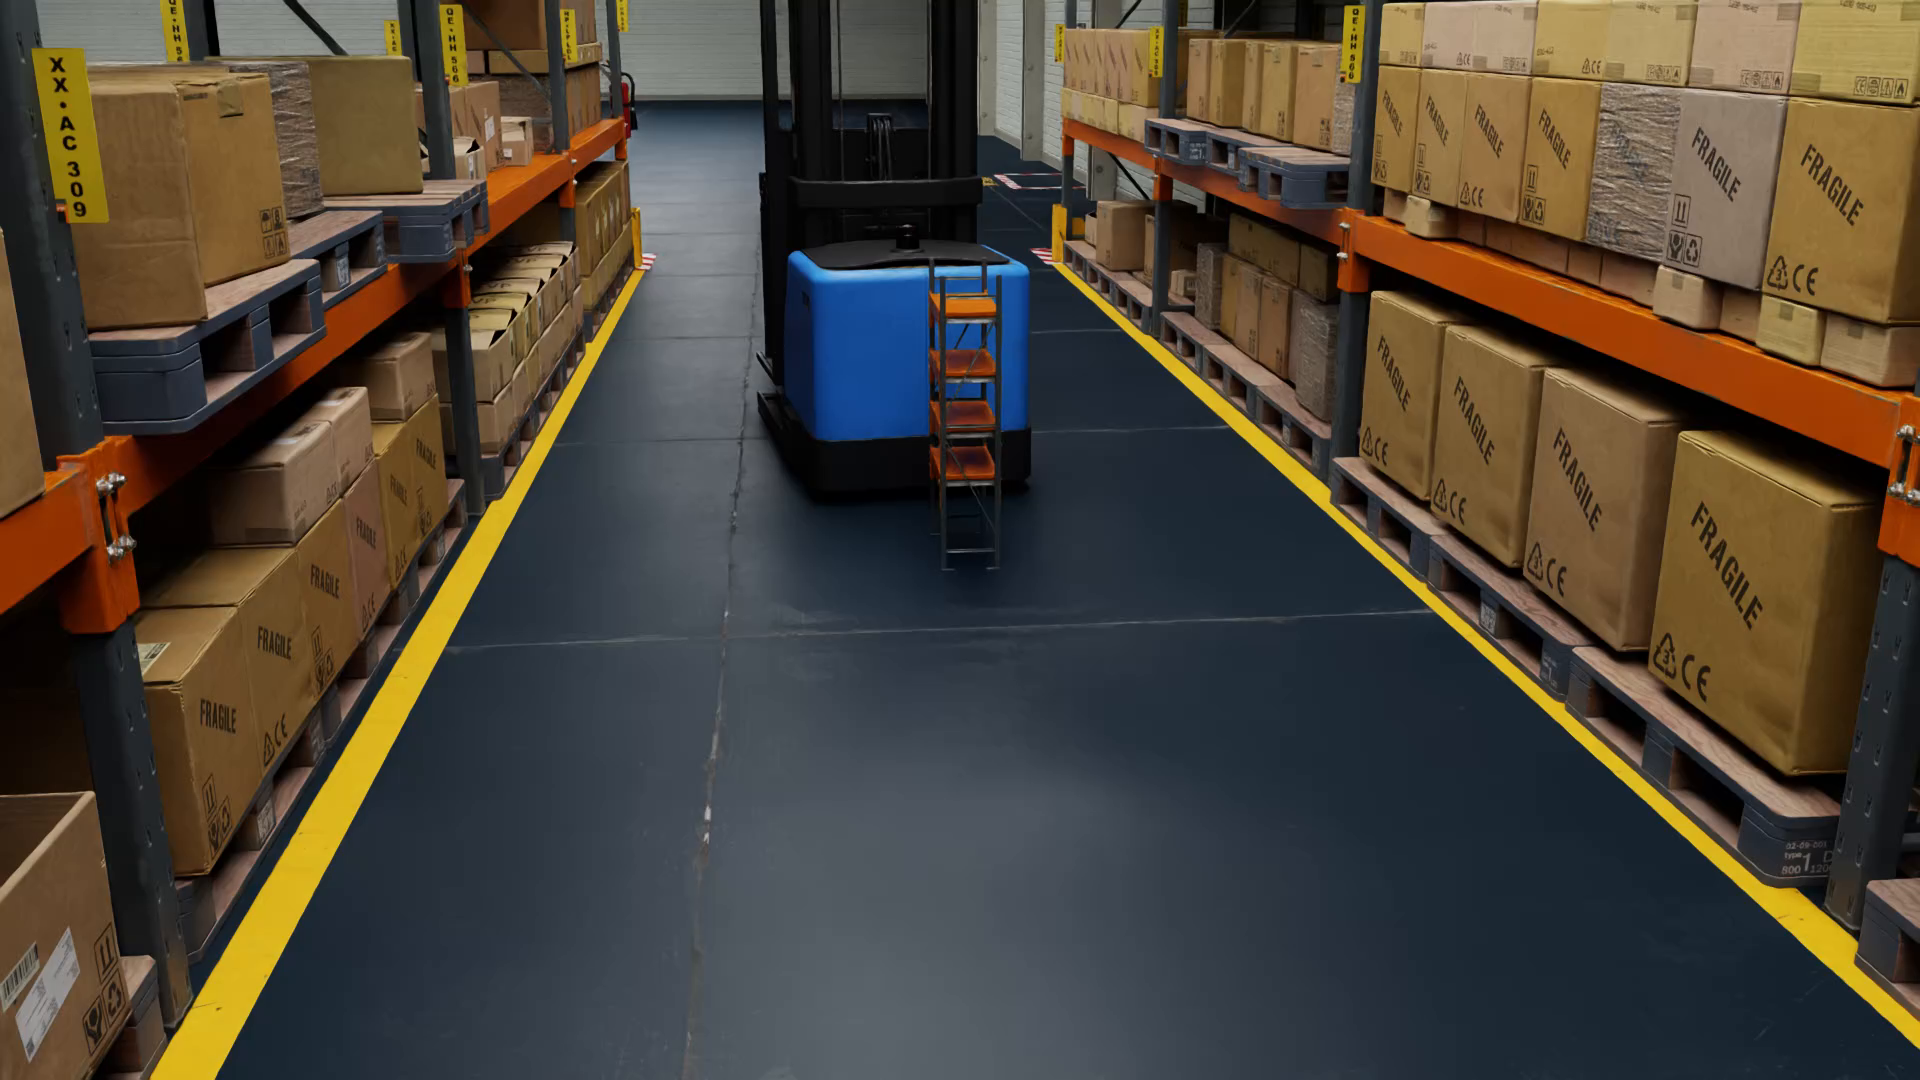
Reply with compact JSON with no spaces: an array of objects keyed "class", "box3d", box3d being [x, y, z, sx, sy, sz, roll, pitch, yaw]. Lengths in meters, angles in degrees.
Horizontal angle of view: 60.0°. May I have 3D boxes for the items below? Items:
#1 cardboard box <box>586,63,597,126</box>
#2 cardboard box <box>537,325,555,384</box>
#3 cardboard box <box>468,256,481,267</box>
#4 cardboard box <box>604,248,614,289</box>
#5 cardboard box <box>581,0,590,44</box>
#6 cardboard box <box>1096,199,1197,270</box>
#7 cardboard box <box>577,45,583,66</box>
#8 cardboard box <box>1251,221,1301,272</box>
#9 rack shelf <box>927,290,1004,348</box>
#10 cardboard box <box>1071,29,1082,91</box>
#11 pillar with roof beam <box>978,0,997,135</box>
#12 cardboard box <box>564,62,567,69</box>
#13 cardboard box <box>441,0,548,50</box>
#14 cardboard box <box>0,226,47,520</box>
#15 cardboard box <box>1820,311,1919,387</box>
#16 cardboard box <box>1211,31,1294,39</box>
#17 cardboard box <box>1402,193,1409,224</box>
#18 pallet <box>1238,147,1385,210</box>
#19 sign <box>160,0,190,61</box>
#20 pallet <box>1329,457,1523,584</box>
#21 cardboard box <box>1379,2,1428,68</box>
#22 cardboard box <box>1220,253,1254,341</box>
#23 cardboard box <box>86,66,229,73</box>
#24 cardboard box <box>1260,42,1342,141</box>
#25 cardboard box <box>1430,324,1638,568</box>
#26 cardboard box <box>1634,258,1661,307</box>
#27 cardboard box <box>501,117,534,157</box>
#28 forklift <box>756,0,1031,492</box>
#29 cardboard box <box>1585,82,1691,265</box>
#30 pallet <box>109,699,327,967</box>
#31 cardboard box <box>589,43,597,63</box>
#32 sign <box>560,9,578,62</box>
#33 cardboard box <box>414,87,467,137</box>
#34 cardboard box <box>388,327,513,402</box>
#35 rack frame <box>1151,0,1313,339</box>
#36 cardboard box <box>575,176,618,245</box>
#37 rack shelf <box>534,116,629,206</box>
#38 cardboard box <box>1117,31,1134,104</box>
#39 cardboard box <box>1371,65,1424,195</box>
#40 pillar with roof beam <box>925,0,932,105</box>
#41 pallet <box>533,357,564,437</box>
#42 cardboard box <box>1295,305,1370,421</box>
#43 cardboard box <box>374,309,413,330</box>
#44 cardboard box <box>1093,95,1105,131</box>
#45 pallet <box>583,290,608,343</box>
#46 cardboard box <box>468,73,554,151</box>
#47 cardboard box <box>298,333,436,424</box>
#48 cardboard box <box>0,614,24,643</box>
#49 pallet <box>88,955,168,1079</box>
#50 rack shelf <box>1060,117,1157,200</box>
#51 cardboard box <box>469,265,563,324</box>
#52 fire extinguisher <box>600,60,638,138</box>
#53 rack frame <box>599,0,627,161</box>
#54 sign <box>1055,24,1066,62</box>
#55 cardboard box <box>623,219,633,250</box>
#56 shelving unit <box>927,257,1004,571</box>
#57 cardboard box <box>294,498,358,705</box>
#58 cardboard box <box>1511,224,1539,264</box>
[{"class":"cardboard box","box3d":[-3.388,-3.667,13.684,0.700,0.500,0.500,-1,17,-4]},{"class":"cardboard box","box3d":[-2.584,-1.043,9.380,0.500,0.250,0.500,-1,17,-5]},{"class":"cardboard box","box3d":[-3.229,-1.600,10.217,0.500,0.311,0.500,-2,18,-6]},{"class":"cardboard box","box3d":[-2.909,-2.058,12.614,0.500,0.250,0.500,-2,18,-6]},{"class":"cardboard box","box3d":[-3.382,-4.270,13.438,0.700,0.500,0.500,-2,18,-7]},{"class":"cardboard box","box3d":[1.511,-2.488,13.533,0.700,0.500,0.500,-3,18,-9]},{"class":"cardboard box","box3d":[-3.091,-3.703,12.713,0.380,0.149,0.250,-2,18,-6]},{"class":"cardboard box","box3d":[2.056,-1.748,9.924,0.500,0.250,0.500,-2,18,-7]},{"class":"rack shelf","box3d":[0.017,-0.898,6.723,0.258,0.148,0.480,-2,18,-6]},{"class":"cardboard box","box3d":[1.236,-4.066,14.086,0.500,0.500,0.500,-2,18,-5]},{"class":"pillar with roof beam","box3d":[-3.761,-11.980,30.312,9.100,9.000,0.400,-2,18,-6]},{"class":"cardboard box","box3d":[-2.988,-3.397,11.738,0.380,0.149,0.250,-2,18,-6]},{"class":"cardboard box","box3d":[-3.122,-3.522,11.056,0.700,0.500,0.500,-2,18,-5]},{"class":"cardboard box","box3d":[-1.938,-0.247,2.789,0.500,0.500,0.500,-1,17,-5]},{"class":"cardboard box","box3d":[2.366,-0.476,4.071,0.380,0.149,0.250,-2,18,-5]},{"class":"cardboard box","box3d":[2.016,-3.320,11.709,0.500,0.500,0.500,-2,18,-7]},{"class":"cardboard box","box3d":[2.090,-1.395,6.999,0.380,0.149,0.250,-2,17,-5]},{"class":"pallet","box3d":[2.090,-1.804,8.234,1.213,0.211,1.003,-2,18,-6]},{"class":"sign","box3d":[-3.209,-2.066,6.818,0.100,0.325,0.005,-2,18,-6]},{"class":"pallet","box3d":[2.276,-0.118,7.202,1.003,0.211,1.213,-2,18,-6]},{"class":"cardboard box","box3d":[2.063,-2.091,6.881,0.500,0.250,0.500,-1,17,-4]},{"class":"cardboard box","box3d":[2.053,-1.524,10.462,0.700,0.500,0.500,-2,18,-7]},{"class":"cardboard box","box3d":[-2.488,-1.113,4.845,0.700,0.500,0.500,-6,19,-20]},{"class":"cardboard box","box3d":[2.061,-2.454,9.084,0.700,0.500,0.500,-2,18,-6]},{"class":"cardboard box","box3d":[2.299,-0.376,6.256,0.750,0.750,0.750,-2,18,-6]},{"class":"cardboard box","box3d":[2.289,-0.781,5.042,0.380,0.149,0.250,-2,18,-6]},{"class":"cardboard box","box3d":[-2.976,-2.507,10.404,0.500,0.250,0.500,-1,17,-2]},{"class":"forklift","box3d":[-0.510,-2.023,8.727,1.130,2.935,3.031,-4,18,-13]},{"class":"cardboard box","box3d":[2.278,-1.125,5.055,0.500,0.500,0.500,-2,18,-6]},{"class":"pallet","box3d":[-2.366,0.749,4.439,1.003,0.211,1.213,-2,18,-6]},{"class":"cardboard box","box3d":[-3.199,-4.010,13.694,0.380,0.149,0.250,-2,18,-6]},{"class":"sign","box3d":[-2.531,-3.258,10.746,0.100,0.325,0.005,-2,18,-6]},{"class":"cardboard box","box3d":[-2.847,-2.079,8.624,0.500,0.500,0.500,-3,18,-9]},{"class":"cardboard box","box3d":[-2.419,-0.853,7.840,0.500,0.311,0.500,-1,17,-4]},{"class":"rack frame","box3d":[1.857,-2.878,11.336,1.000,3.000,0.127,-2,18,-6]},{"class":"cardboard box","box3d":[-2.963,-2.565,12.976,0.500,0.500,0.500,-2,18,-6]},{"class":"rack shelf","box3d":[-3.276,-2.976,12.850,1.077,0.370,4.000,-2,18,-6]},{"class":"cardboard box","box3d":[1.444,-3.453,12.134,0.500,0.500,0.500,-2,18,-6]},{"class":"cardboard box","box3d":[2.065,-1.733,6.991,0.500,0.500,0.500,-1,17,-4]},{"class":"pillar with roof beam","box3d":[-4.999,-15.555,41.700,9.100,9.000,0.400,-2,18,-6]},{"class":"pallet","box3d":[-2.826,-0.811,9.407,1.003,0.211,1.213,-2,18,-6]},{"class":"cardboard box","box3d":[2.143,-0.916,8.526,0.700,0.500,0.500,-2,17,-5]},{"class":"cardboard box","box3d":[-3.016,-0.991,8.279,0.500,0.311,0.500,-2,18,-6]},{"class":"cardboard box","box3d":[1.343,-3.395,13.202,0.500,0.250,0.500,-2,18,-5]},{"class":"pallet","box3d":[-3.110,-1.632,12.021,1.003,0.211,1.213,-2,18,-6]},{"class":"cardboard box","box3d":[-3.122,-2.903,11.250,0.700,0.500,0.500,-2,18,-7]},{"class":"cardboard box","box3d":[-2.317,-0.619,6.327,0.500,0.250,0.500,-1,17,-4]},{"class":"cardboard box","box3d":[-2.581,0.504,4.001,0.500,0.500,0.500,-2,18,-6]},{"class":"pallet","box3d":[-2.175,1.195,3.019,1.003,0.211,1.213,-2,18,-6]},{"class":"rack shelf","box3d":[1.651,-3.130,13.341,1.077,0.370,4.000,-2,18,-6]},{"class":"cardboard box","box3d":[-2.634,-1.464,9.787,0.500,0.311,0.500,-2,18,-6]},{"class":"fire extinguisher","box3d":[-3.033,-3.928,14.810,0.296,0.674,0.183,-2,18,-6]},{"class":"rack frame","box3d":[-3.482,-3.915,14.641,1.000,3.000,0.127,-2,18,-6]},{"class":"sign","box3d":[0.905,-4.466,14.948,0.100,0.325,0.005,-2,18,-6]},{"class":"cardboard box","box3d":[-3.133,-2.653,14.510,0.500,0.250,0.500,-2,18,-6]},{"class":"shelving unit","box3d":[0.017,-0.523,6.840,0.258,1.200,0.503,-2,18,-6]},{"class":"cardboard box","box3d":[-2.162,0.183,5.024,0.500,0.500,0.500,-2,17,-5]},{"class":"cardboard box","box3d":[2.234,-1.088,6.021,0.380,0.149,0.250,-2,17,-5]}]
